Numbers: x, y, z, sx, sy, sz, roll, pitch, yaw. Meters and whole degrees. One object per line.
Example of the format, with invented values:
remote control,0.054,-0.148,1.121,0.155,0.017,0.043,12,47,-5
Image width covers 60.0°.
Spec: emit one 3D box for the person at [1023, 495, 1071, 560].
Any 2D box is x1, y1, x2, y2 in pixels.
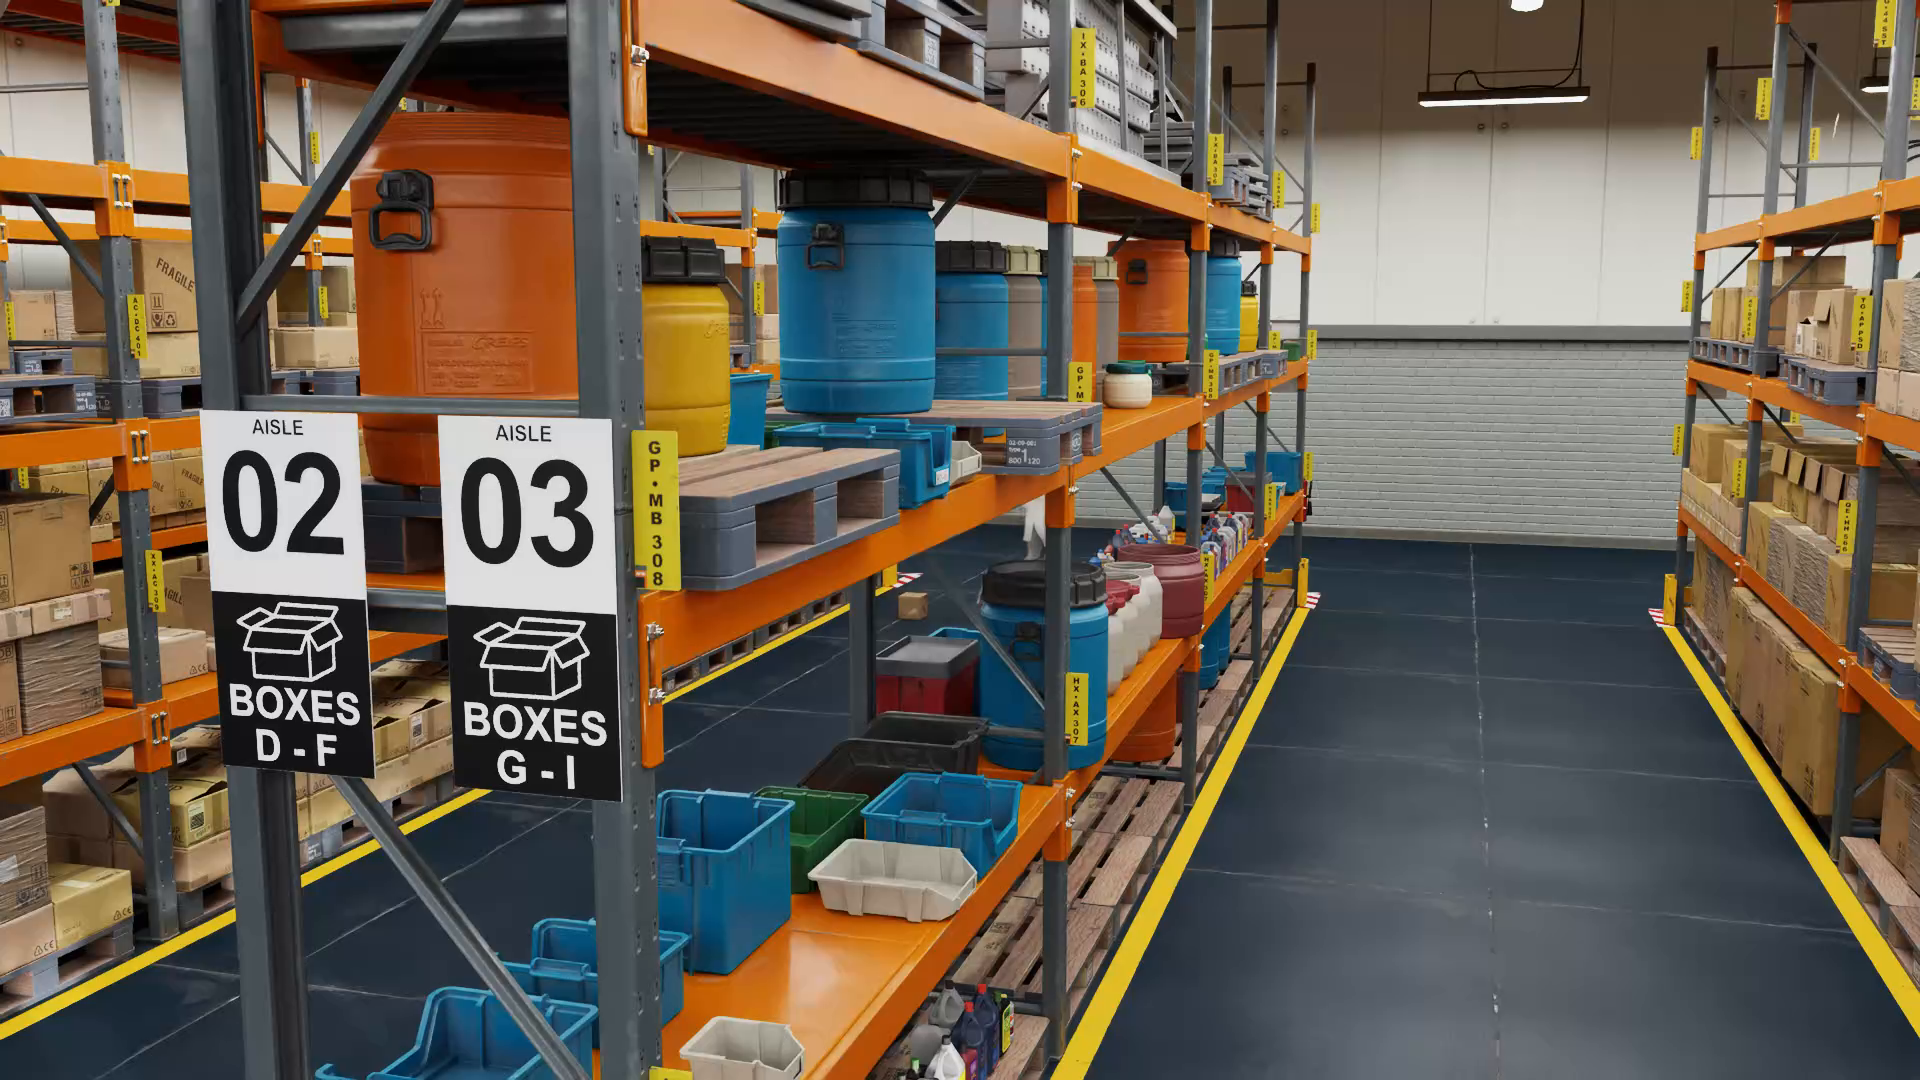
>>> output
person,0.944,-0.149,18.979,0.623,1.845,0.580,8,11,42
